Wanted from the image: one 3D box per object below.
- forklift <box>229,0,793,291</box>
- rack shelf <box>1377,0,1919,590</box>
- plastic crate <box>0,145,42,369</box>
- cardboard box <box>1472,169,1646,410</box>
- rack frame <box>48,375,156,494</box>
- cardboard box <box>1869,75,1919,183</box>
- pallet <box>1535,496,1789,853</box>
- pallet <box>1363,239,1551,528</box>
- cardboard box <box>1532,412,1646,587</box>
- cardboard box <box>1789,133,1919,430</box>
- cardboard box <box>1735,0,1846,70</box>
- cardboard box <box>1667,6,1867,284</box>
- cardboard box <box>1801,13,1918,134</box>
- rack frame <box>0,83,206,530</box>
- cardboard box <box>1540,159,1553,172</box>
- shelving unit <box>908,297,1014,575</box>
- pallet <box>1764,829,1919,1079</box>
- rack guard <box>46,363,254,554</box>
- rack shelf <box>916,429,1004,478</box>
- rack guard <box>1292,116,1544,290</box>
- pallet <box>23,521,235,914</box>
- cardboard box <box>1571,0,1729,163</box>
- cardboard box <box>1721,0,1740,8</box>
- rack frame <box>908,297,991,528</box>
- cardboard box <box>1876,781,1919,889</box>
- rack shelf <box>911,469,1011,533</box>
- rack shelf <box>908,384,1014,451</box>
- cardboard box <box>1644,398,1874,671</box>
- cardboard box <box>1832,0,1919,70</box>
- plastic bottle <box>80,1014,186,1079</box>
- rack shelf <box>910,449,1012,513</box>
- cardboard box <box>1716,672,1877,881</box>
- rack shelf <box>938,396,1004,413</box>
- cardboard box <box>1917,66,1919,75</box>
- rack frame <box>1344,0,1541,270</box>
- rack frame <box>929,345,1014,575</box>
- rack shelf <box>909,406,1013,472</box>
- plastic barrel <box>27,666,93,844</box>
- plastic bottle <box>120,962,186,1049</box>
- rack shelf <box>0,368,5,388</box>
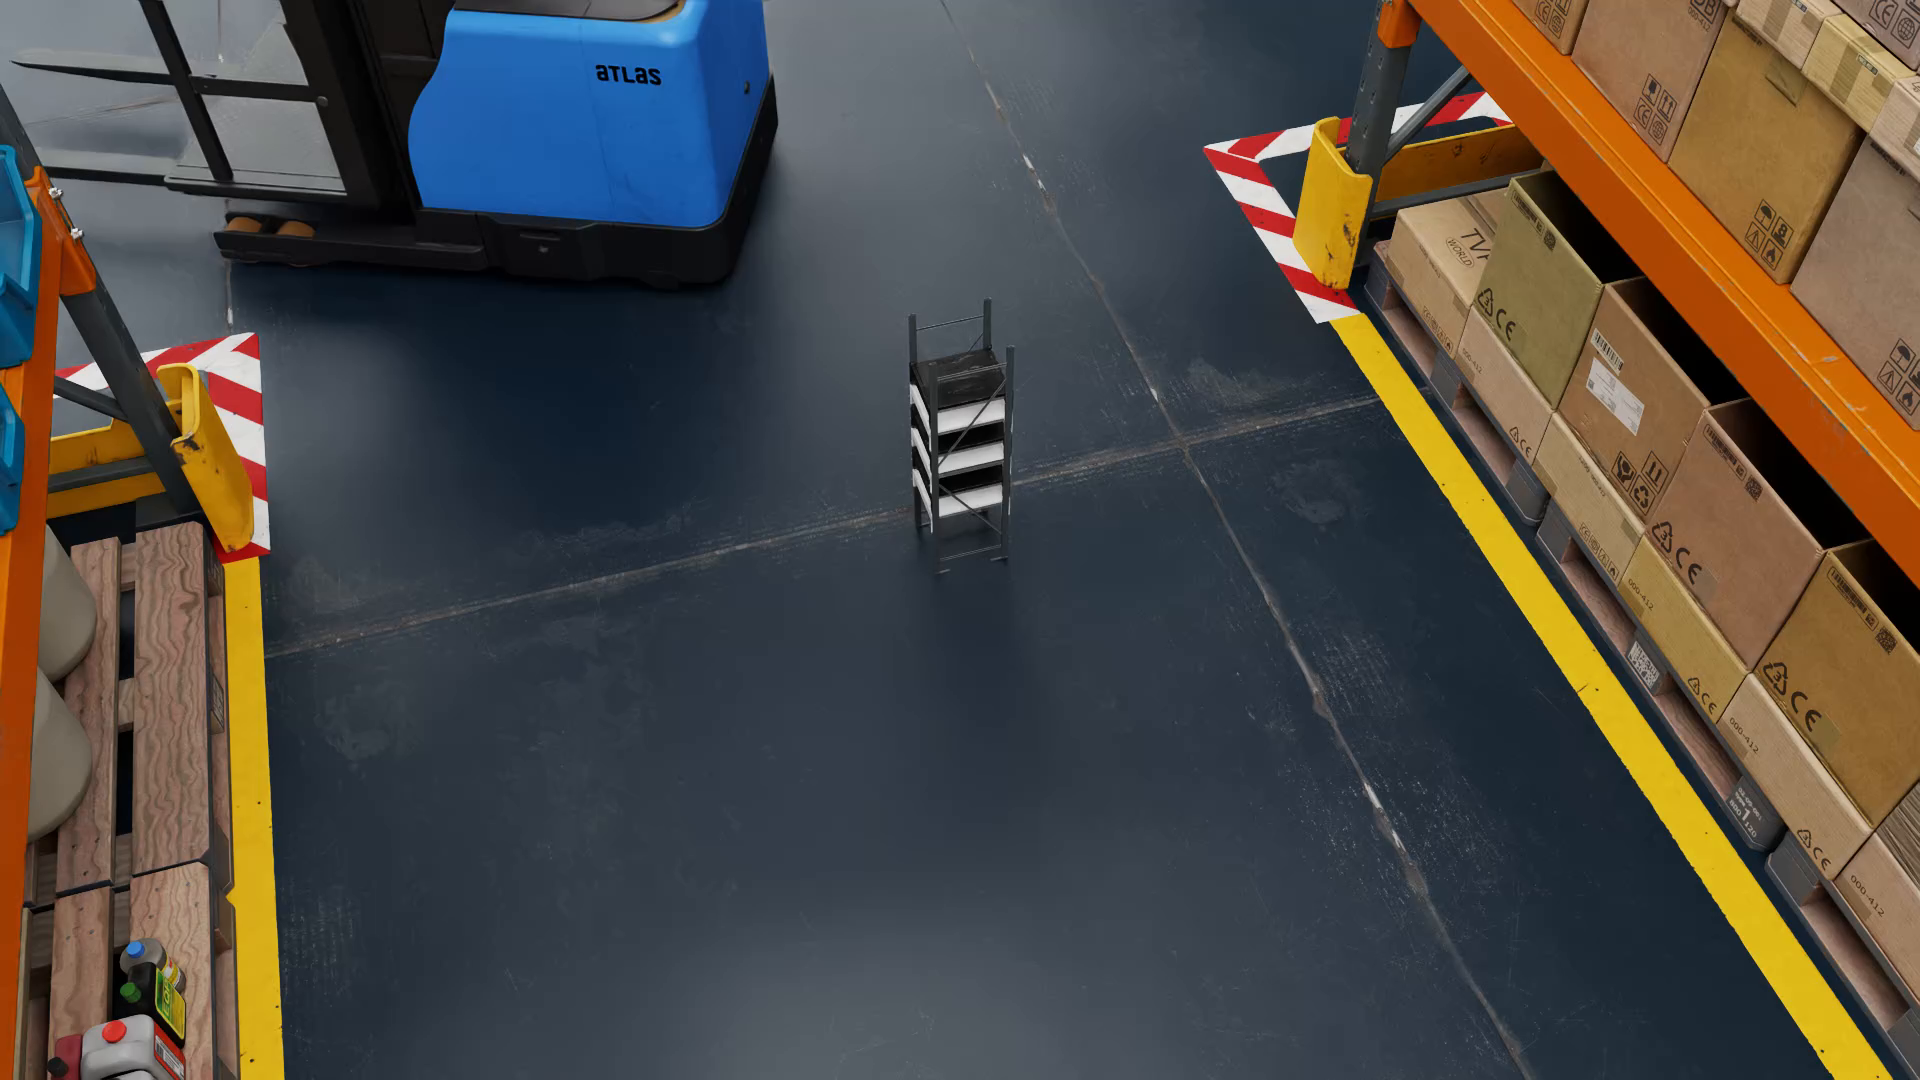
[{"bbox_3d":[-2.210,-2.335,5.301,3.031,2.935,1.130,5,50,4],"label":"forklift"},{"bbox_3d":[2.428,-0.407,4.102,1.077,0.370,4.000,-13,51,-11],"label":"rack shelf"},{"bbox_3d":[-2.462,-0.637,3.922,0.499,0.251,0.616,-13,51,-11],"label":"plastic crate"},{"bbox_3d":[1.933,-0.784,4.982,0.500,0.500,0.500,-13,51,-11],"label":"cardboard box"},{"bbox_3d":[-2.899,-0.982,4.116,0.949,2.616,0.053,-13,51,-11],"label":"rack frame"},{"bbox_3d":[2.201,-0.883,3.543,0.380,0.149,0.250,-13,51,-11],"label":"cardboard box"},{"bbox_3d":[2.460,0.238,4.911,1.003,0.211,1.213,-13,51,-11],"label":"pallet"},{"bbox_3d":[2.103,-0.652,5.661,1.003,0.211,1.213,-13,51,-11],"label":"pallet"},{"bbox_3d":[2.082,-0.177,4.961,0.500,0.250,0.500,-13,51,-11],"label":"cardboard box"},{"bbox_3d":[2.423,-0.658,3.777,0.700,0.500,0.500,-12,51,-10],"label":"cardboard box"},{"bbox_3d":[2.054,-1.252,3.854,0.380,0.149,0.250,-15,51,-12],"label":"cardboard box"},{"bbox_3d":[2.264,-1.042,4.101,0.700,0.500,0.500,-13,51,-11],"label":"cardboard box"},{"bbox_3d":[2.130,-1.065,3.697,0.380,0.149,0.250,-14,51,-11],"label":"cardboard box"},{"bbox_3d":[-2.896,-0.982,4.116,1.000,3.000,0.127,-13,51,-11],"label":"rack frame"},{"bbox_3d":[2.280,-1.266,5.389,0.500,0.500,0.500,-13,51,-11],"label":"cardboard box"},{"bbox_3d":[-10.164,-11.825,13.191,11.303,3.100,33.289,-13,51,-11],"label":"shelving unit"},{"bbox_3d":[2.825,1.130,4.159,1.003,0.211,1.213,-13,51,-11],"label":"pallet"},{"bbox_3d":[-2.829,-0.132,5.034,1.175,0.500,0.348,-13,51,-11],"label":"rack guard"},{"bbox_3d":[0.002,-0.276,4.911,0.221,0.026,0.190,-13,51,-11],"label":"rack shelf"},{"bbox_3d":[1.830,-1.311,6.029,1.175,0.500,0.348,-13,51,-11],"label":"rack guard"},{"bbox_3d":[-2.594,0.556,4.643,1.003,0.211,1.213,-13,51,-11],"label":"pallet"},{"bbox_3d":[2.123,-1.406,4.408,0.700,0.500,0.500,-12,51,-10],"label":"cardboard box"},{"bbox_3d":[1.973,-1.446,4.018,0.380,0.149,0.250,-14,51,-12],"label":"cardboard box"},{"bbox_3d":[-0.028,-0.358,4.964,0.240,0.900,0.006,-13,51,-11],"label":"rack frame"},{"bbox_3d":[2.537,0.674,3.753,0.500,0.500,0.500,-13,51,-11],"label":"cardboard box"},{"bbox_3d":[0.002,-0.147,5.064,0.258,0.077,0.200,-13,51,-11],"label":"rack shelf"},{"bbox_3d":[0.002,-0.379,4.789,0.258,0.077,0.200,-13,51,-11],"label":"rack shelf"},{"bbox_3d":[2.224,-0.052,4.365,0.500,0.500,0.500,-13,51,-11],"label":"cardboard box"},{"bbox_3d":[2.289,-1.417,3.568,0.700,0.500,0.500,-13,51,-11],"label":"cardboard box"},{"bbox_3d":[-1.886,1.186,3.782,0.152,0.276,0.135,-13,51,-11],"label":"plastic bottle"},{"bbox_3d":[-10.165,-11.826,13.193,11.303,3.100,33.284,-13,51,-11],"label":"rack shelf"},{"bbox_3d":[2.373,0.554,4.345,0.500,0.250,0.500,-13,51,-11],"label":"cardboard box"},{"bbox_3d":[0.002,-0.446,4.709,0.199,0.015,0.184,-13,51,-11],"label":"rack shelf"},{"bbox_3d":[2.437,-1.051,3.260,0.700,0.500,0.500,-13,51,-11],"label":"cardboard box"},{"bbox_3d":[1.837,-2.100,5.058,1.000,3.000,0.127,-13,51,-11],"label":"rack frame"},{"bbox_3d":[0.032,-0.210,4.838,0.240,0.900,0.006,-13,51,-11],"label":"rack frame"},{"bbox_3d":[0.002,-0.321,4.858,0.258,0.077,0.200,-13,51,-11],"label":"rack shelf"},{"bbox_3d":[-2.480,0.514,4.208,0.421,0.512,0.421,0,50,0],"label":"plastic barrel"},{"bbox_3d":[-1.882,1.075,3.871,0.061,0.283,0.133,-12,51,-10],"label":"plastic bottle"},{"bbox_3d":[-2.305,0.647,3.085,0.919,0.124,3.809,-13,51,-11],"label":"rack shelf"}]
